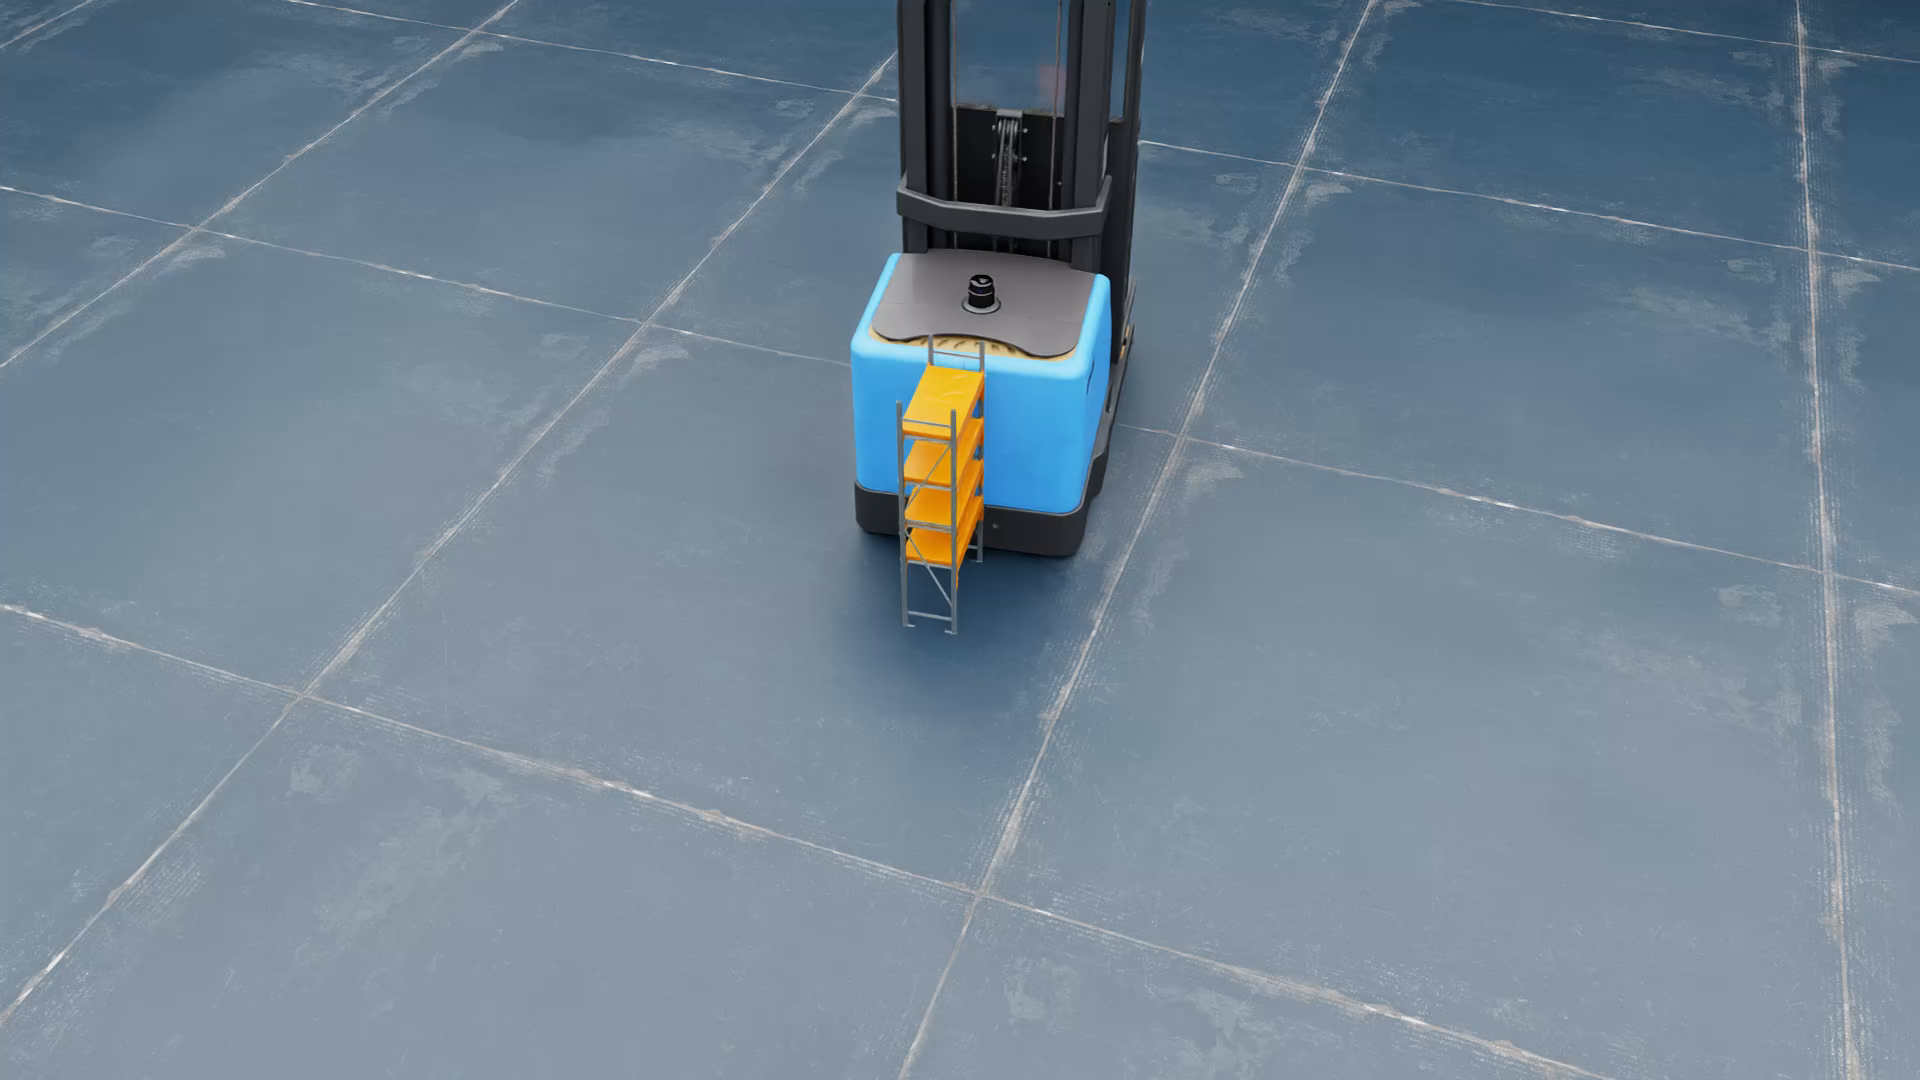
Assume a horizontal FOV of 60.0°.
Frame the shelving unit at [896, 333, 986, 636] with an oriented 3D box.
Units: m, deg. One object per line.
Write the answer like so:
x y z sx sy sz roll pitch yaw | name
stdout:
-0.074 -0.219 7.035 0.258 1.200 0.503 9 41 10 | shelving unit

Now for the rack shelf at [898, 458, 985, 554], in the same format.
-0.074 -0.167 7.079 0.258 0.148 0.480 9 41 10 | rack shelf

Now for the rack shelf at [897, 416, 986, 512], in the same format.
-0.074 -0.338 6.934 0.258 0.148 0.480 9 41 10 | rack shelf

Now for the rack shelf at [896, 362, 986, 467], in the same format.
-0.074 -0.518 6.780 0.258 0.148 0.480 9 41 10 | rack shelf

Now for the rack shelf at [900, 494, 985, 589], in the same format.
-0.074 -0.016 7.208 0.258 0.148 0.480 9 41 10 | rack shelf

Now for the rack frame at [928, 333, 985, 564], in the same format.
-0.015 -0.372 7.216 0.240 1.200 0.015 9 41 10 | rack frame

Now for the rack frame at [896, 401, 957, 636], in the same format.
-0.132 -0.065 6.855 0.240 1.200 0.015 9 41 10 | rack frame

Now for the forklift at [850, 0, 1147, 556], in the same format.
0.314 -2.004 7.795 1.130 2.935 3.031 7 41 9 | forklift
